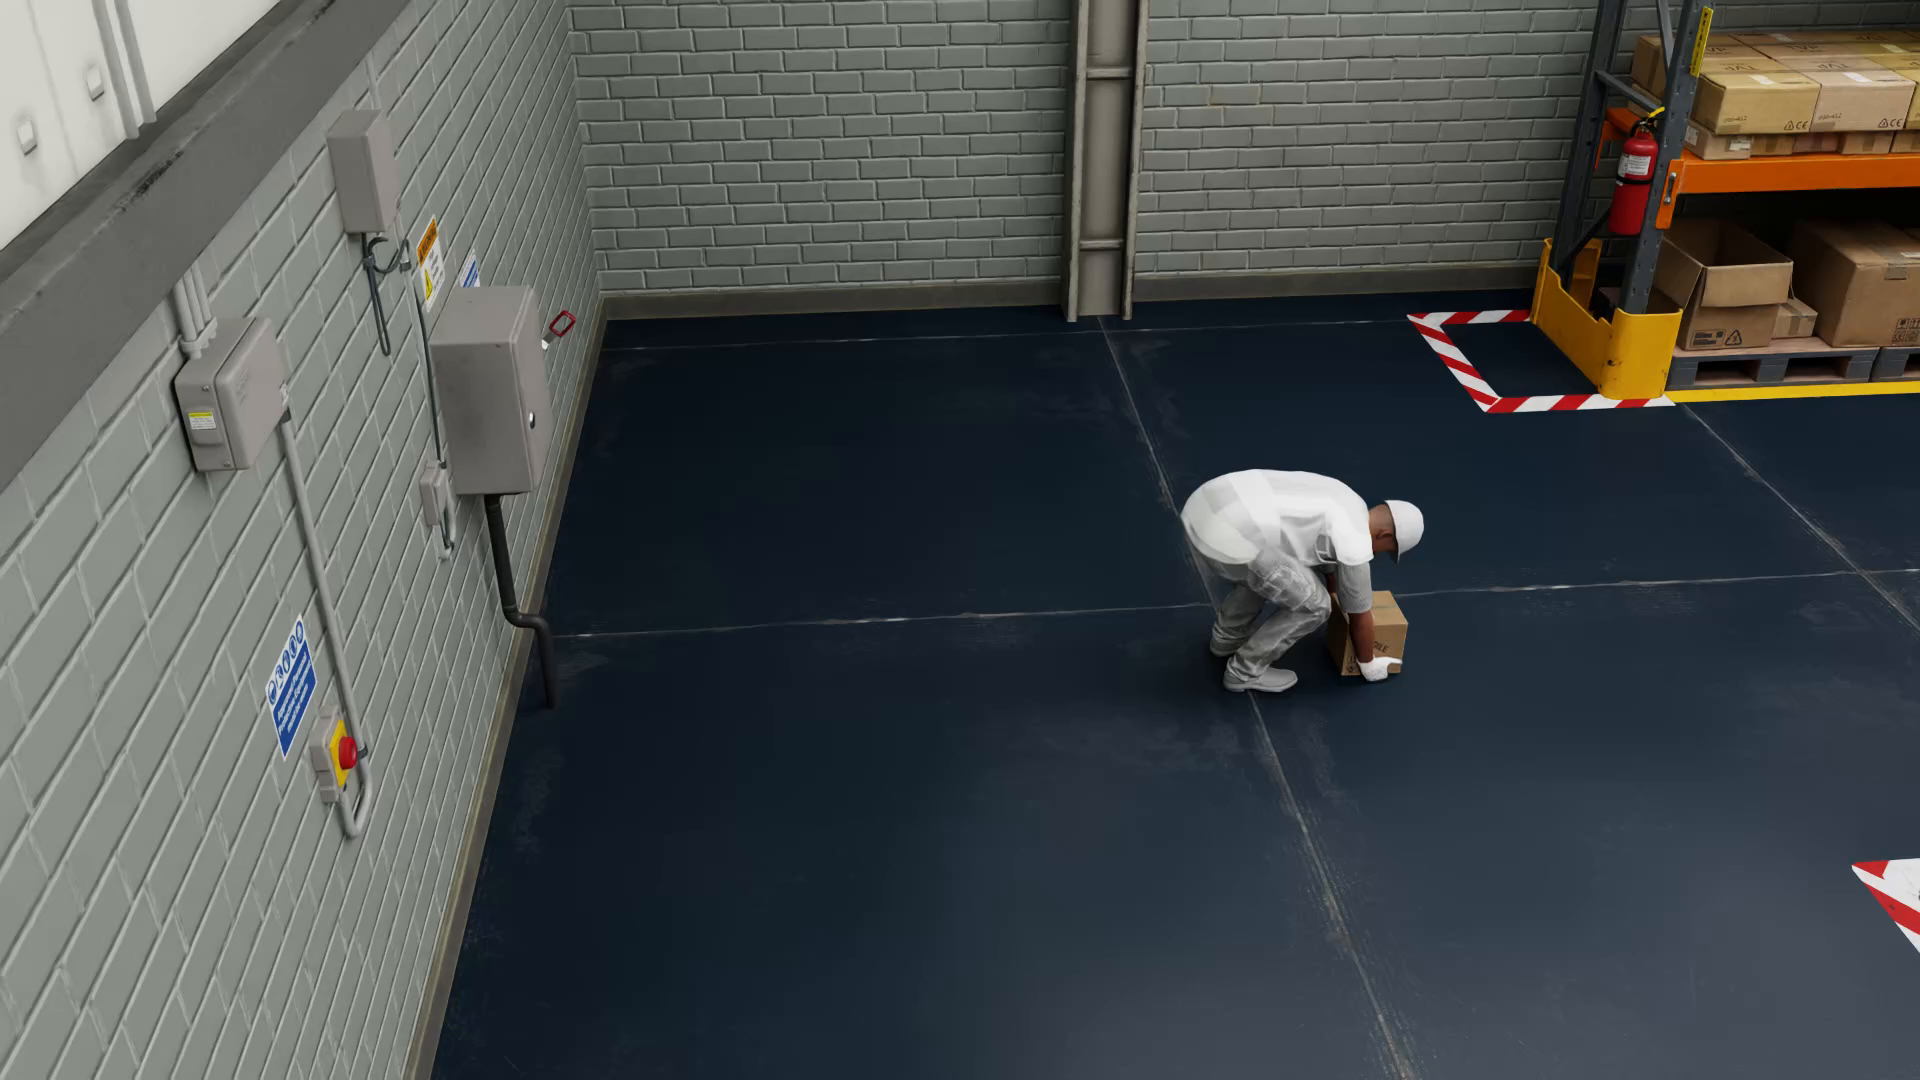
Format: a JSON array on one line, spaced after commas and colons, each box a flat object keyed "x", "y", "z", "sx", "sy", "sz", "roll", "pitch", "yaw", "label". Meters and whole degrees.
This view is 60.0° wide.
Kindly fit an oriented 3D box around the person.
[{"x": 1.378, "y": 0.134, "z": 6.754, "sx": 0.986, "sy": 0.917, "sz": 0.534, "roll": -4, "pitch": 31, "yaw": -7, "label": "person"}]
